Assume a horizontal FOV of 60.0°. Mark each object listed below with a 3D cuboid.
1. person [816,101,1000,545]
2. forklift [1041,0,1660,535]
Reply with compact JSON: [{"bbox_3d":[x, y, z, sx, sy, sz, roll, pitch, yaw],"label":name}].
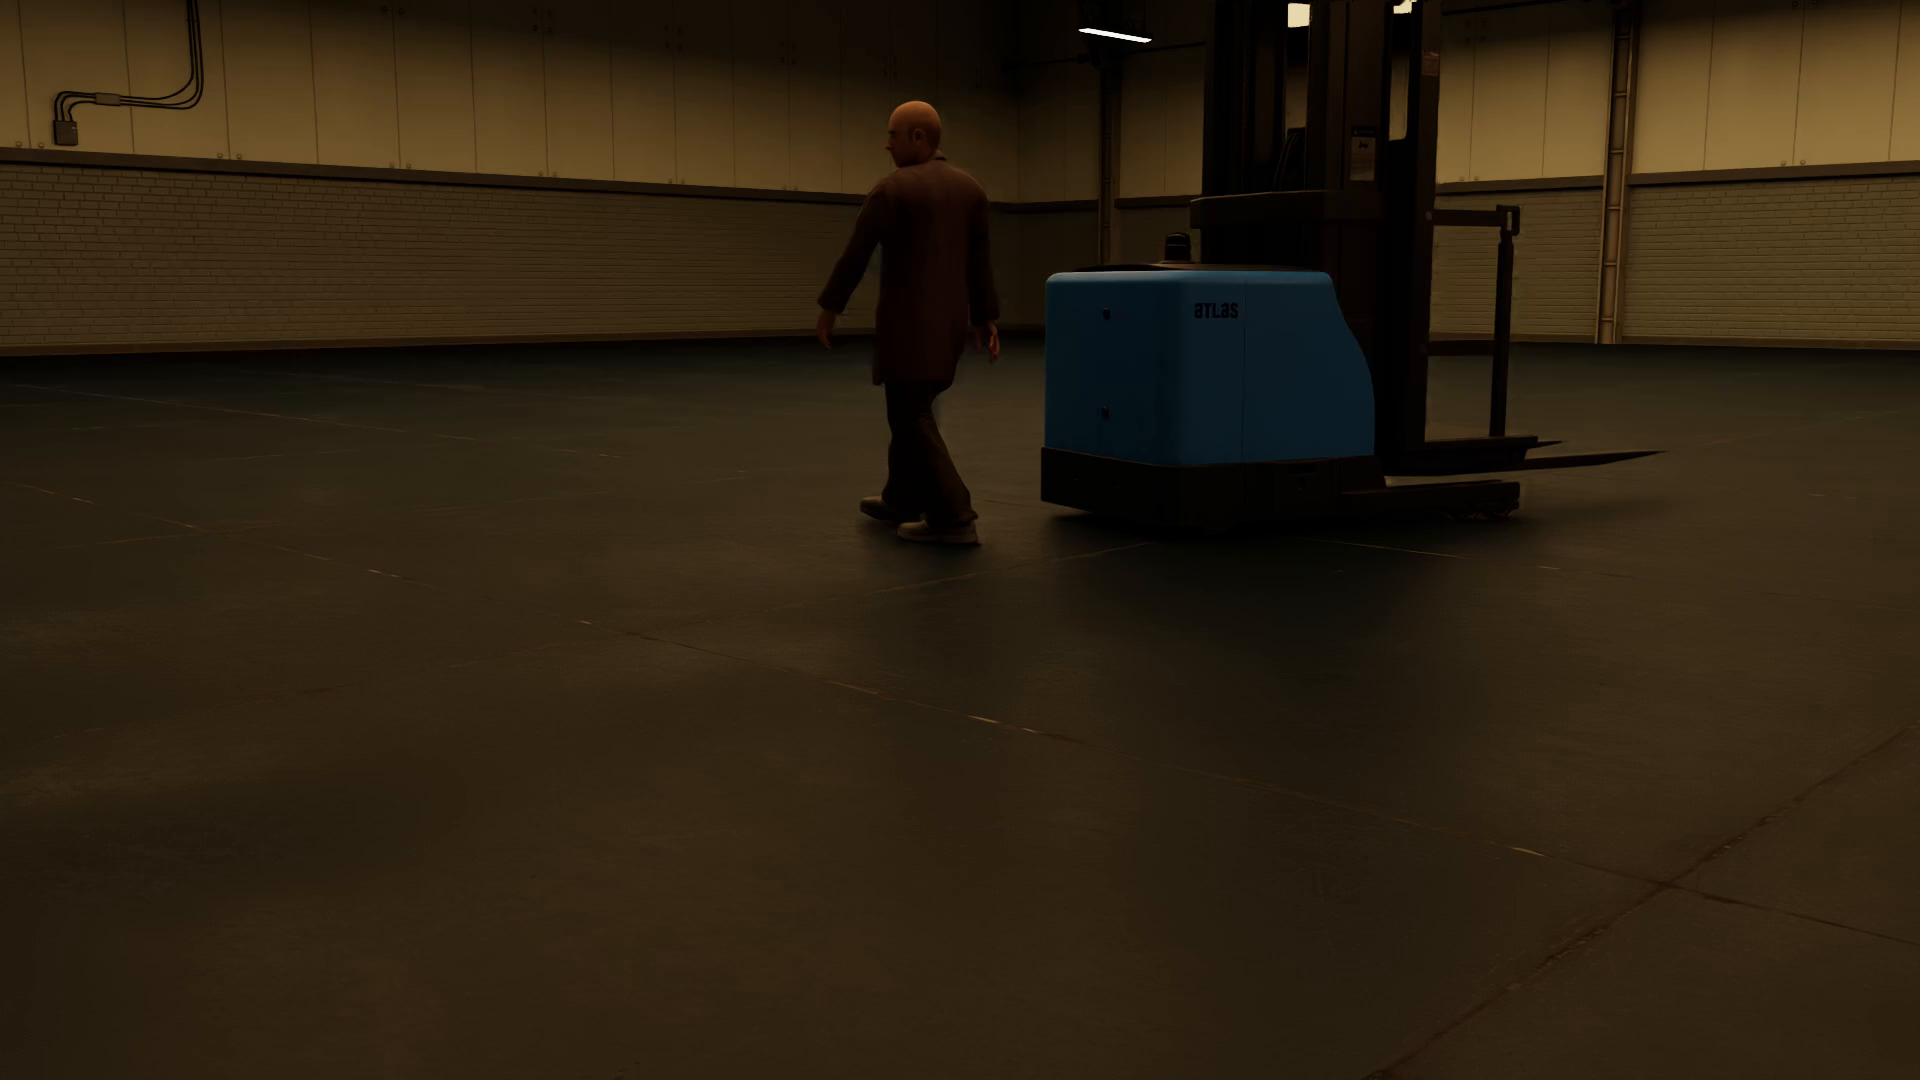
[{"bbox_3d":[-0.201,-0.880,6.760,0.825,1.737,0.722,6,11,37],"label":"person"},{"bbox_3d":[1.908,-1.598,7.489,3.031,2.935,1.130,-4,10,-27],"label":"forklift"}]
